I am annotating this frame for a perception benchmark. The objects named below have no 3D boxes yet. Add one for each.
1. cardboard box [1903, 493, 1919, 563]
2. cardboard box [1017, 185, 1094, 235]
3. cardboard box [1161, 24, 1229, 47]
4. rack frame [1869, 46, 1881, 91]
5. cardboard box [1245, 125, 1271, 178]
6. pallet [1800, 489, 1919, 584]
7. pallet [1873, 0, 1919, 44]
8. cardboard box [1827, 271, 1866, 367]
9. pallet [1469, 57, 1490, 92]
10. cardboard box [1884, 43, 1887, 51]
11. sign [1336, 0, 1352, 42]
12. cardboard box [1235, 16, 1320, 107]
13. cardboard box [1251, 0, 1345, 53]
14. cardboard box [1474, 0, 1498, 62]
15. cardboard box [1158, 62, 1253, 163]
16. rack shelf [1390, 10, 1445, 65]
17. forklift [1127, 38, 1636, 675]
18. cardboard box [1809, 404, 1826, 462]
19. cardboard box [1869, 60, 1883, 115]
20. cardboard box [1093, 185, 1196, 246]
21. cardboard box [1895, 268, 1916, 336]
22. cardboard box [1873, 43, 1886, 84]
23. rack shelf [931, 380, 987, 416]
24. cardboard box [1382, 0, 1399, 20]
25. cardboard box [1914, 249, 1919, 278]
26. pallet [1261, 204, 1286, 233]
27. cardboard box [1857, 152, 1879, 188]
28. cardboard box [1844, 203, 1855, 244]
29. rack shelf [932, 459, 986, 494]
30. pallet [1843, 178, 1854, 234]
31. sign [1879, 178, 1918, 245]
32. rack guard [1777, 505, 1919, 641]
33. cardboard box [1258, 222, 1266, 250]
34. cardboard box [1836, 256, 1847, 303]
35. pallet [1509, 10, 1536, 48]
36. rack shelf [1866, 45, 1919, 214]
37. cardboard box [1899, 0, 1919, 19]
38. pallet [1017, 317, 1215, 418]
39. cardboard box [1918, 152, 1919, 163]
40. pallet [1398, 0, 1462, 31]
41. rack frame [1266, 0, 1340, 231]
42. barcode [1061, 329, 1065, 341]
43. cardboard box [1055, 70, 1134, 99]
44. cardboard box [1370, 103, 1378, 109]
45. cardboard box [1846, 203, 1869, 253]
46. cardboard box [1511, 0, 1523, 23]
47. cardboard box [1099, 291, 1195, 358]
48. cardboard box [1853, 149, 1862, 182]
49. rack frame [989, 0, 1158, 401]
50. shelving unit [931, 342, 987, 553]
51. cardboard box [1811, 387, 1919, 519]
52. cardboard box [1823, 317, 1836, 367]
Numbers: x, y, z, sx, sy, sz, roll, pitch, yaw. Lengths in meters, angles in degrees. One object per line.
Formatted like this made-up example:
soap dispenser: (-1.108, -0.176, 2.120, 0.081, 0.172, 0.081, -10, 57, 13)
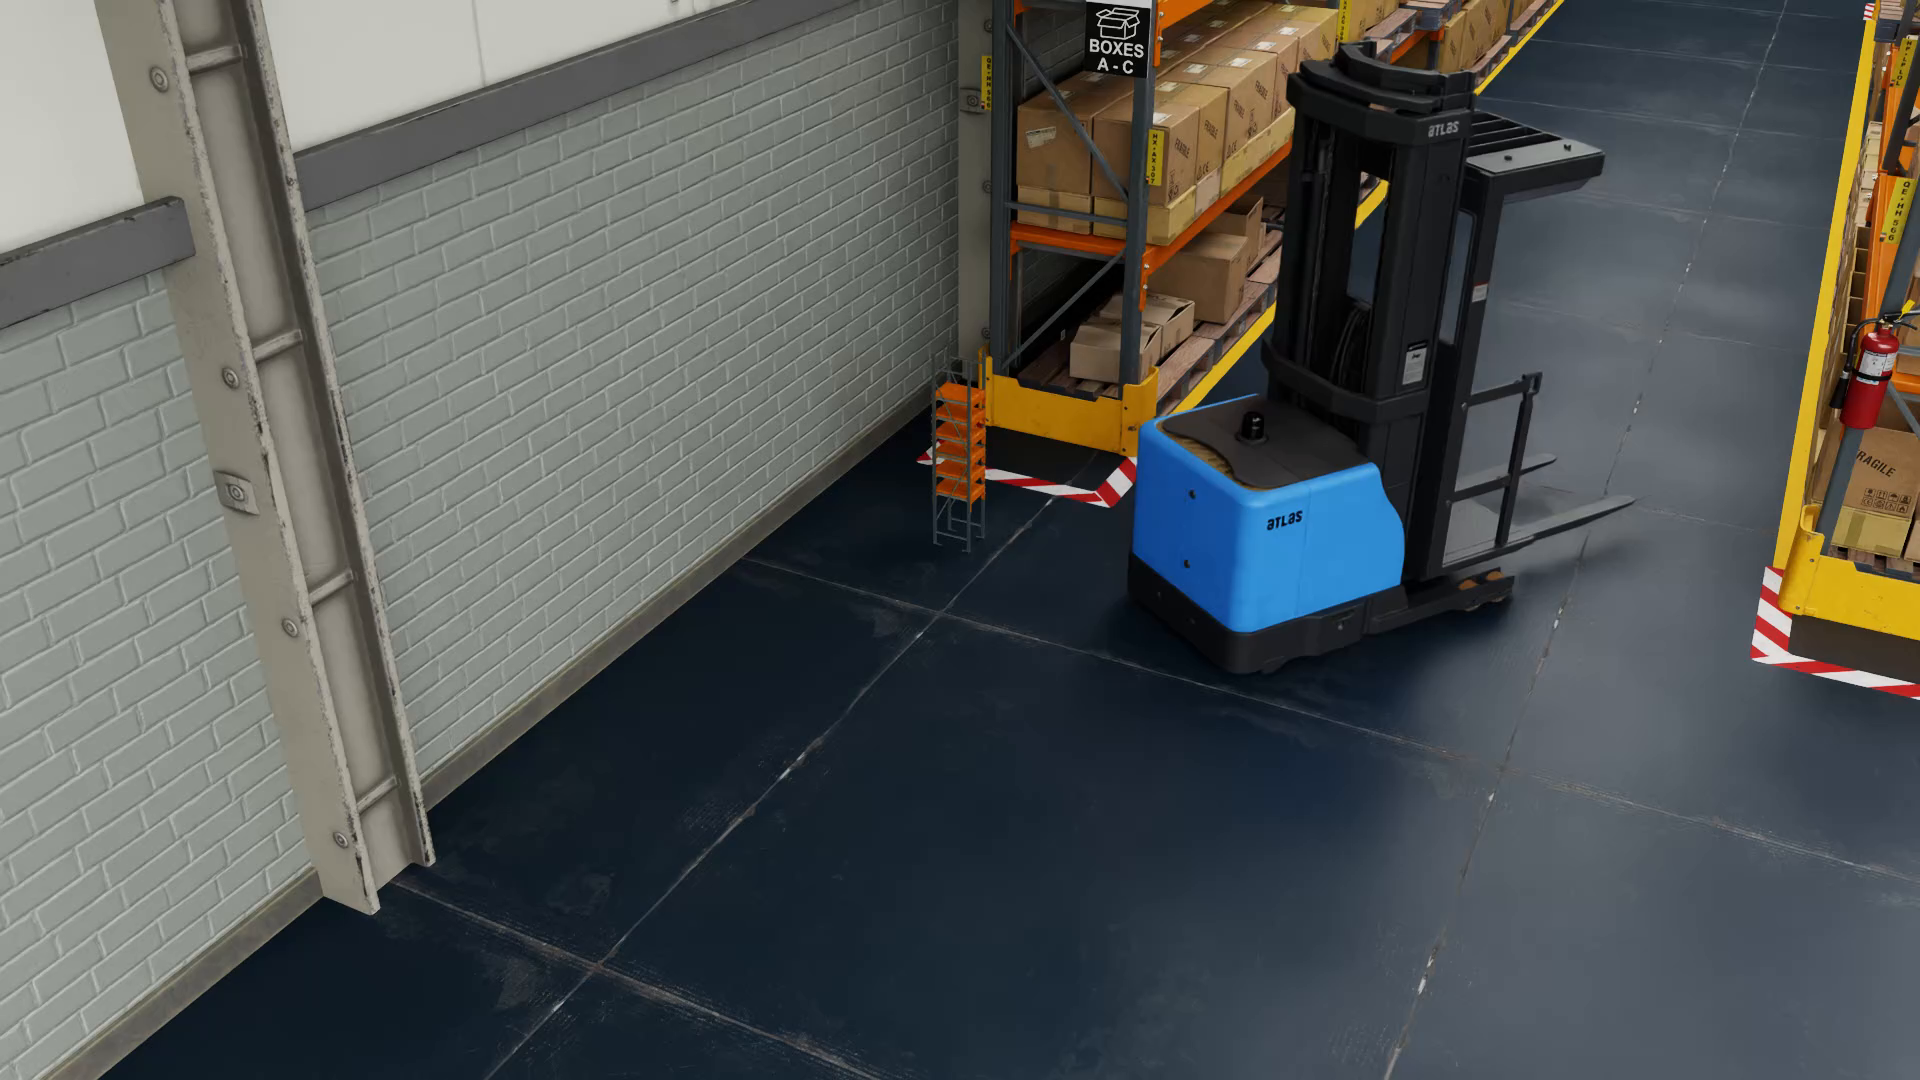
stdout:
cardboard box: (5.515, -0.051, 9.166, 0.500, 0.250, 0.500, 14, 33, 23)
cardboard box: (0.701, -2.191, 10.684, 0.500, 0.250, 0.500, 15, 33, 24)
cardboard box: (1.612, -3.429, 12.087, 0.500, 0.500, 0.500, 15, 33, 25)
rack frame: (10.539, -6.194, 17.524, 1.000, 3.000, 0.127, 14, 33, 23)
cardboard box: (1.859, -2.766, 11.685, 0.500, 0.250, 0.500, 15, 33, 24)
pallet: (5.384, -0.014, 9.561, 1.003, 0.211, 1.213, 14, 33, 23)
pallet: (8.963, -4.654, 15.035, 1.213, 0.211, 1.003, 14, 33, 23)
cardboard box: (5.949, -1.384, 10.735, 0.500, 0.500, 0.500, 14, 33, 23)
pallet: (5.289, -5.205, 18.602, 1.003, 0.211, 1.213, 14, 33, 23)
cardboard box: (9.646, -5.023, 16.801, 0.500, 0.250, 0.500, 14, 33, 23)
sign: (2.970, -4.025, 12.878, 0.100, 0.325, 0.005, 14, 33, 23)
cardboard box: (2.321, -3.536, 12.273, 0.500, 0.500, 0.500, 14, 33, 23)
cardboard box: (2.745, -4.222, 13.547, 0.700, 0.500, 0.500, 14, 33, 23)
cardboard box: (5.545, -5.854, 18.668, 0.750, 0.750, 0.750, 15, 33, 25)
cardboard box: (1.621, -2.853, 11.084, 0.500, 0.500, 0.500, 13, 32, 22)
rack shelf: (3.394, -4.344, 15.025, 1.077, 0.370, 4.000, 14, 33, 23)
forklift: (2.461, -1.098, 8.720, 3.031, 2.935, 1.130, -15, 33, -24)
cardboard box: (5.497, -0.615, 10.149, 0.500, 0.250, 0.500, 14, 33, 23)
cardboard box: (9.404, -4.459, 16.571, 0.500, 0.500, 0.500, 13, 32, 21)
cardboard box: (1.166, -2.084, 10.498, 0.500, 0.250, 0.500, 13, 32, 22)
cardboard box: (5.532, -1.356, 8.998, 0.700, 0.500, 0.500, 15, 33, 25)
cardboard box: (10.102, -5.142, 17.760, 0.500, 0.500, 0.500, 13, 32, 21)
rack shelf: (-0.007, -0.788, 9.283, 0.258, 0.103, 0.180, 14, 33, 23)
cardboard box: (3.552, -5.009, 14.918, 0.700, 0.500, 0.500, 14, 33, 23)
cardboard box: (5.077, -1.411, 8.444, 0.380, 0.149, 0.250, 14, 33, 22)
pallet: (2.837, -2.906, 14.598, 1.003, 0.211, 1.213, 14, 33, 23)
cardboard box: (7.751, -3.028, 13.787, 0.500, 0.311, 0.500, 13, 32, 22)
cardboard box: (7.523, -2.563, 13.540, 0.500, 0.250, 0.500, 15, 33, 24)
rack shelf: (-0.007, -0.371, 9.522, 0.258, 0.103, 0.180, 14, 33, 23)
pallet: (8.307, -2.855, 14.510, 1.003, 0.211, 1.213, 14, 33, 23)
sign: (4.596, -1.608, 8.138, 0.100, 0.325, 0.005, 14, 33, 23)
rack guard: (5.062, 0.220, 8.864, 1.175, 0.500, 0.348, 14, 33, 23)
cardboard box: (2.266, -2.488, 13.473, 0.380, 0.166, 0.250, 10, 31, 17)
cardboard box: (6.826, -1.887, 12.363, 0.500, 0.250, 0.500, 14, 33, 23)
pallet: (6.544, -6.426, 20.729, 1.003, 0.211, 1.213, 14, 33, 23)
rack shelf: (7.806, -3.222, 13.071, 1.077, 0.370, 4.000, 14, 33, 23)
cardboard box: (8.903, -4.951, 14.837, 0.700, 0.500, 0.500, 4, 30, 7)
pallet: (1.097, -1.173, 11.581, 1.003, 0.211, 1.213, 14, 33, 23)
cardboard box: (6.016, -2.325, 10.034, 0.380, 0.149, 0.250, 13, 32, 22)
pallet: (4.076, -5.120, 15.846, 1.213, 0.211, 1.003, 14, 33, 23)
rack frame: (2.483, -3.770, 13.302, 1.000, 3.000, 0.127, 14, 33, 23)
barcode: (0.708, -1.410, 11.443, 0.001, 0.075, 0.075, 14, 33, 23)
cardboard box: (0.925, -2.743, 10.892, 0.500, 0.500, 0.500, 15, 33, 24)
cardboard box: (3.484, -3.890, 15.580, 0.700, 0.500, 0.500, 14, 33, 23)
cardboard box: (7.055, -2.357, 12.619, 0.500, 0.311, 0.500, 15, 33, 25)
cardboard box: (6.559, -6.722, 20.533, 0.700, 0.500, 0.500, 15, 33, 24)
cardboard box: (1.316, -1.560, 11.713, 0.500, 0.311, 0.500, 17, 34, 27)
cardboard box: (8.217, -3.245, 14.728, 0.500, 0.250, 0.500, 14, 33, 23)
rack frame: (0.661, -1.996, 10.214, 1.000, 3.000, 0.127, 14, 33, 23)
shelving unit: (-0.007, -0.514, 9.440, 0.258, 1.200, 0.189, 14, 33, 23)
cardboard box: (5.052, -0.494, 9.185, 0.500, 0.500, 0.500, 14, 33, 23)
cardboard box: (6.181, -1.280, 11.306, 0.500, 0.250, 0.500, 14, 33, 23)
